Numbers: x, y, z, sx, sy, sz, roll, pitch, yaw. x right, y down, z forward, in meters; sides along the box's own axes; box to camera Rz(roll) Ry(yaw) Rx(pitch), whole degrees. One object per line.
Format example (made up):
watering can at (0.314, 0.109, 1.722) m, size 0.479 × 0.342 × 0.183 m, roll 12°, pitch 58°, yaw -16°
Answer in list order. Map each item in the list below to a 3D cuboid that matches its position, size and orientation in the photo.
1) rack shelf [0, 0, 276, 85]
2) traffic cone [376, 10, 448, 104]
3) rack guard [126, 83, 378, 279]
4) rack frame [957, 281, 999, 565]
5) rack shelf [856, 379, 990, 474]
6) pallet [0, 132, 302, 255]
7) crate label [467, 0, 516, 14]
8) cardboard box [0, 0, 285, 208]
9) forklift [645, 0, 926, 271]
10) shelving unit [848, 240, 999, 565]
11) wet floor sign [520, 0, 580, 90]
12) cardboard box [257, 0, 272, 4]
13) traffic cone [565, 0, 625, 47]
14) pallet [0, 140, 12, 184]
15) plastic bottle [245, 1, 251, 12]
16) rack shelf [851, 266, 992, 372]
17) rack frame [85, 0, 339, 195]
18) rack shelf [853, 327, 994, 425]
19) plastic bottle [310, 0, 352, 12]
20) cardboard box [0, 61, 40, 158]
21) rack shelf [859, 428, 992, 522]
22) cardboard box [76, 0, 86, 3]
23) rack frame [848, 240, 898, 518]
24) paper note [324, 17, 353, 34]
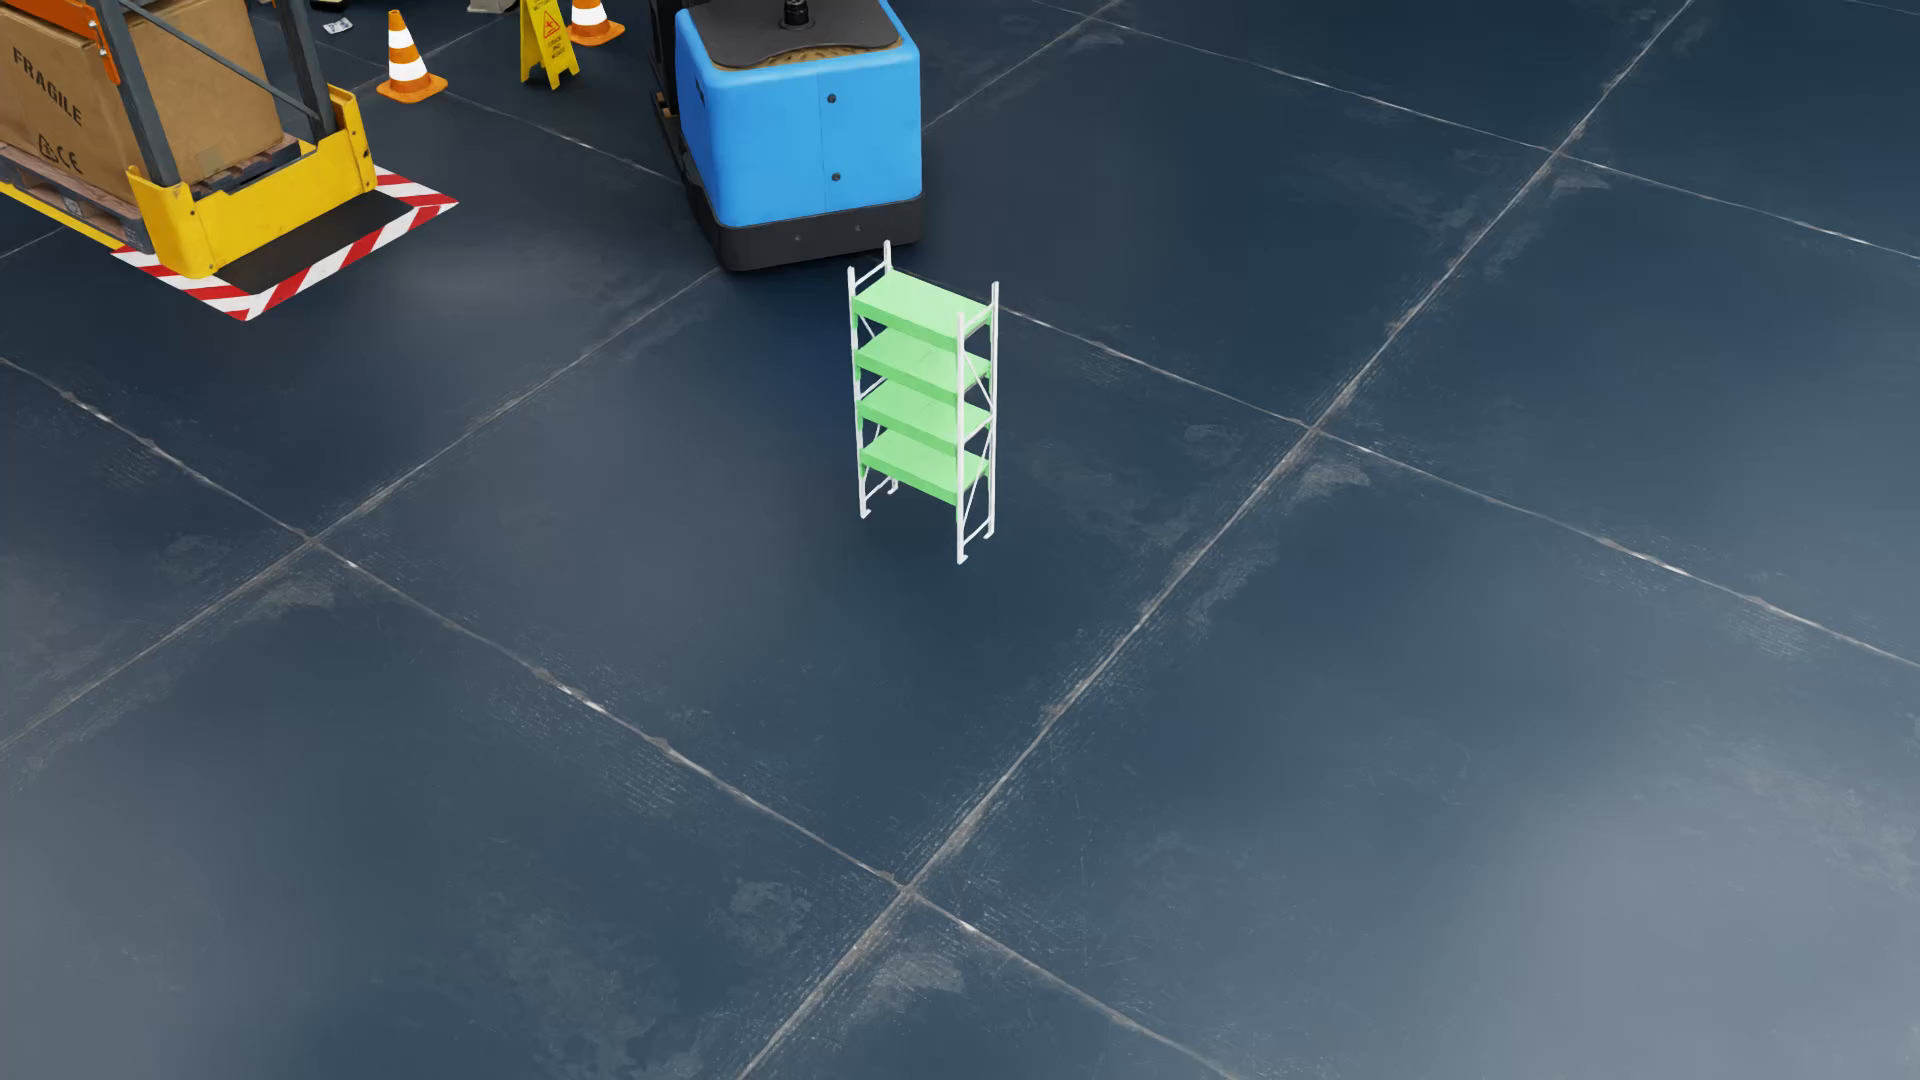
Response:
rack shelf at (-5.211, -3.275, 8.700) m, size 4.000 × 0.370 × 1.077 m, roll 25°, pitch 48°, yaw 25°
traffic cone at (-3.193, -2.811, 9.544) m, size 0.334 × 0.463 × 0.336 m, roll 25°, pitch 48°, yaw 25°
rack guard at (-3.554, -1.837, 8.428) m, size 0.348 × 0.500 × 1.175 m, roll 25°, pitch 48°, yaw 25°
rack frame at (0.064, -0.417, 6.316) m, size 0.015 × 1.200 × 0.240 m, roll 25°, pitch 48°, yaw 25°
rack shelf at (-0.136, -0.463, 6.463) m, size 0.480 × 0.148 × 0.258 m, roll 25°, pitch 48°, yaw 25°
pallet at (-4.273, -2.002, 8.829) m, size 1.213 × 0.211 × 1.003 m, roll 25°, pitch 48°, yaw 25°
crate label at (-2.945, -3.443, 10.495) m, size 0.298 × 0.136 × 0.250 m, roll 3°, pitch 42°, yaw 4°
cardboard box at (-4.167, -2.366, 8.423) m, size 0.875 × 0.875 × 0.875 m, roll 25°, pitch 48°, yaw 26°
forklift at (-1.104, -3.398, 8.350) m, size 1.130 × 2.935 × 3.031 m, roll -12°, pitch 43°, yaw -13°
shelving unit at (-0.136, -0.511, 6.421) m, size 0.503 × 1.200 × 0.258 m, roll 25°, pitch 48°, yaw 25°
wet floor sign at (-2.413, -2.970, 9.585) m, size 0.232 × 0.644 × 0.267 m, roll 17°, pitch 45°, yaw 18°
cardboard box at (-4.384, -3.638, 10.616) m, size 0.396 × 0.266 × 0.258 m, roll -34°, pitch 52°, yaw -32°
traffic cone at (-2.266, -3.298, 10.088) m, size 0.334 × 0.463 × 0.336 m, roll 25°, pitch 48°, yaw 25°
pallet at (-5.268, -2.469, 9.351) m, size 1.213 × 0.211 × 1.003 m, roll 25°, pitch 48°, yaw 25°
plastic bottle at (-4.557, -3.302, 10.394) m, size 0.133 × 0.061 × 0.283 m, roll 10°, pitch 43°, yaw 11°
rack shelf at (-0.136, -0.821, 6.143) m, size 0.480 × 0.148 × 0.258 m, roll 25°, pitch 48°, yaw 25°
rack frame at (-3.574, -2.778, 7.605) m, size 0.127 × 3.000 × 1.000 m, roll 25°, pitch 48°, yaw 25°
rack shelf at (-0.136, -0.642, 6.303) m, size 0.480 × 0.148 × 0.258 m, roll 25°, pitch 48°, yaw 25°
plastic bottle at (-4.007, -3.401, 10.505) m, size 0.283 × 0.061 × 0.133 m, roll 10°, pitch 43°, yaw 11°
cardboard box at (-4.888, -2.702, 8.798) m, size 0.875 × 0.875 × 0.875 m, roll 24°, pitch 47°, yaw 25°
rack shelf at (-0.136, -0.284, 6.623) m, size 0.480 × 0.148 × 0.258 m, roll 25°, pitch 48°, yaw 25°
cardboard box at (-3.904, -2.951, 7.686) m, size 0.550 × 0.550 × 0.875 m, roll 25°, pitch 48°, yaw 25°
rack frame at (-0.335, -0.604, 6.525) m, size 0.015 × 1.200 × 0.240 m, roll 25°, pitch 48°, yaw 25°
paper note at (-3.849, -3.182, 10.284) m, size 0.144 × 0.017 × 0.142 m, roll -25°, pitch 48°, yaw -25°
